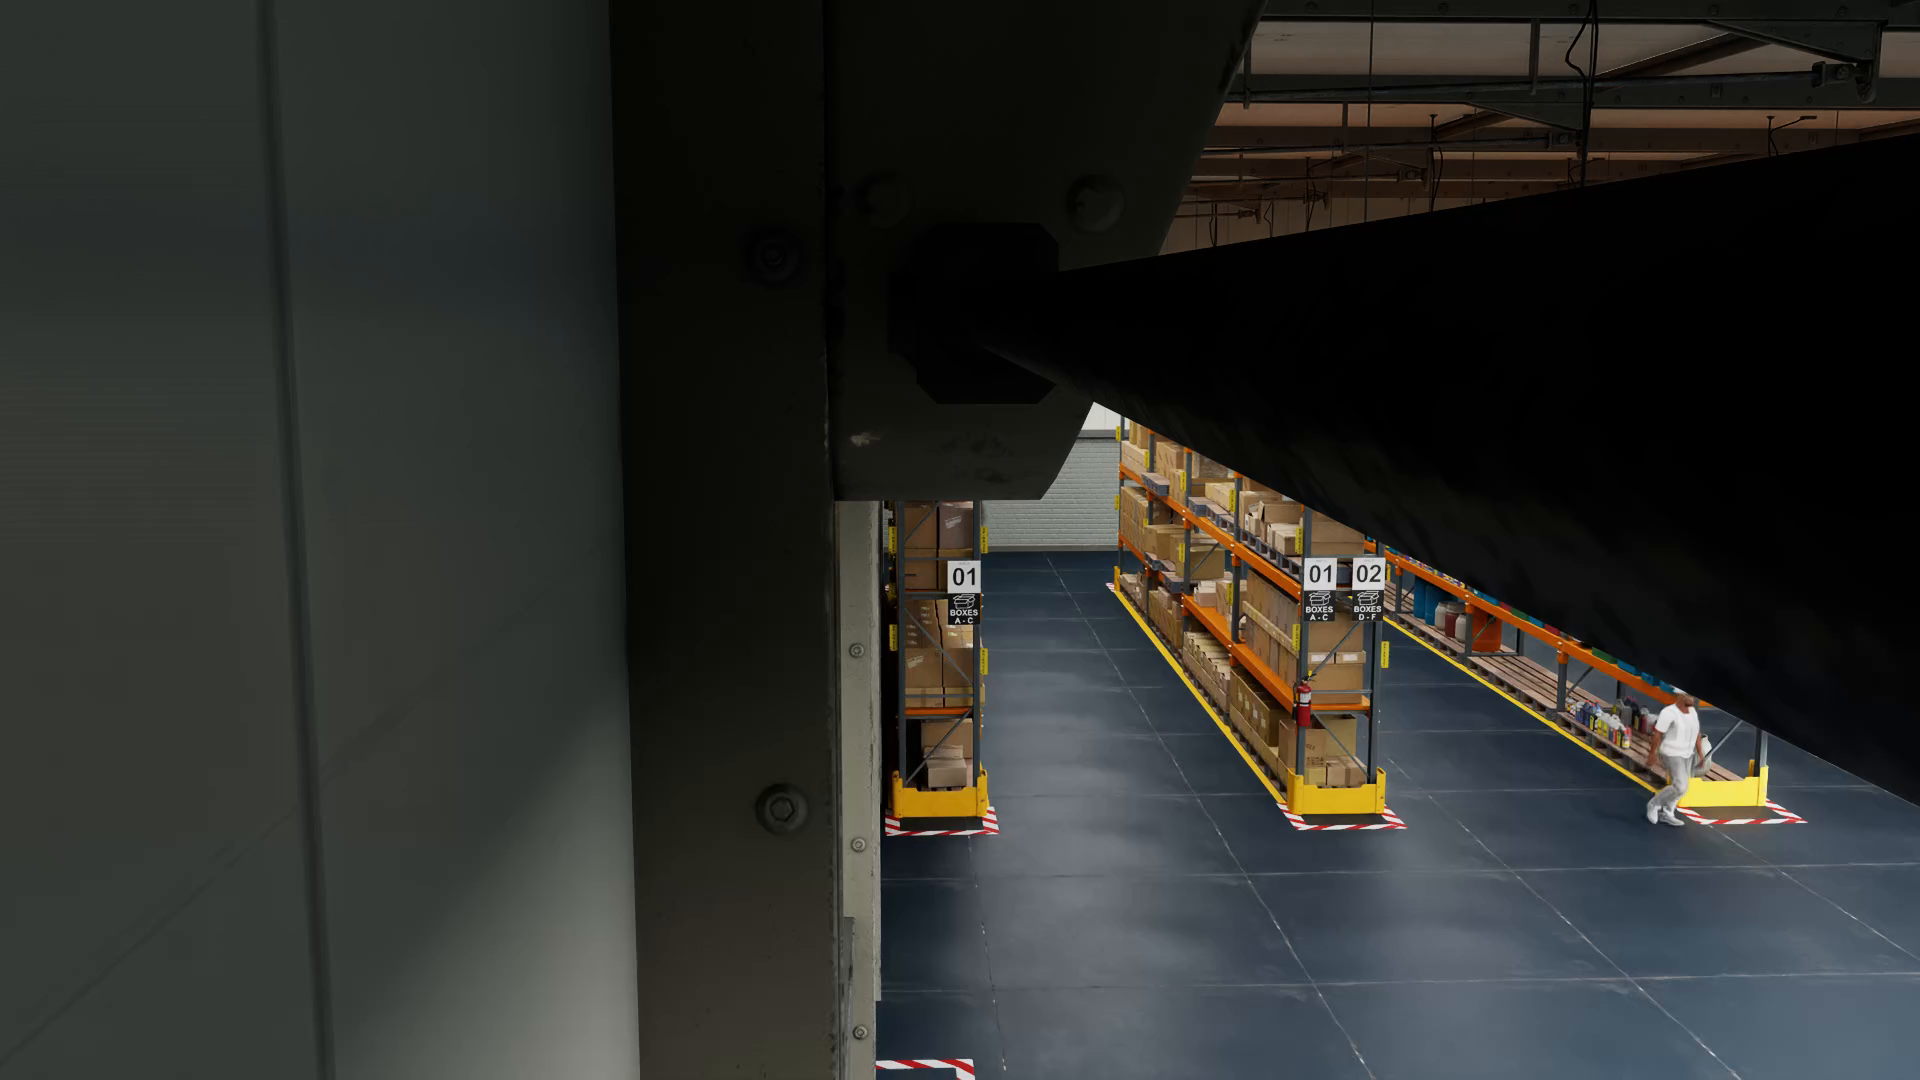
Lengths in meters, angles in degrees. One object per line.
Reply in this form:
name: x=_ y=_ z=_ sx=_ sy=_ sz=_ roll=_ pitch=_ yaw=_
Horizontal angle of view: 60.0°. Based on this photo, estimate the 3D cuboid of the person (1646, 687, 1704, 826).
person: x=8.625 y=2.578 z=20.041 sx=0.644 sy=1.748 sz=0.496 roll=-6 pitch=10 yaw=-34
